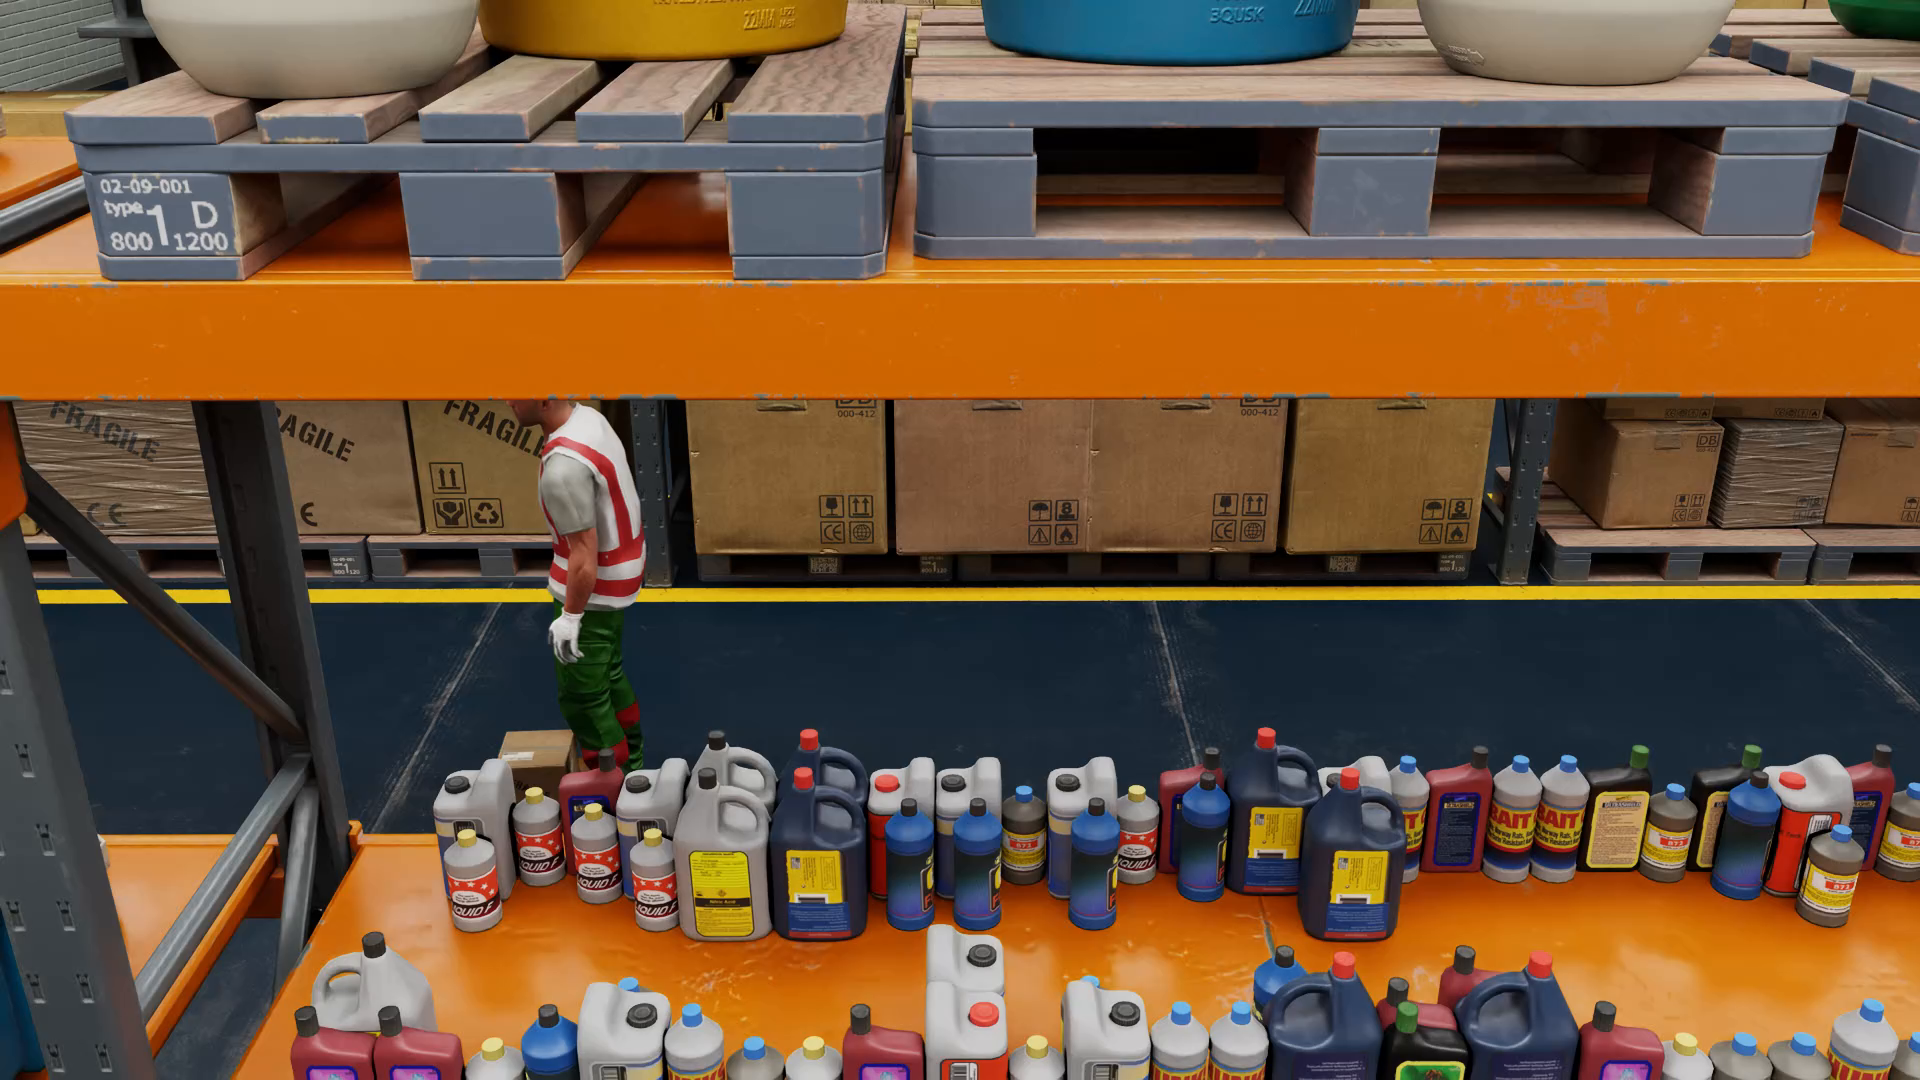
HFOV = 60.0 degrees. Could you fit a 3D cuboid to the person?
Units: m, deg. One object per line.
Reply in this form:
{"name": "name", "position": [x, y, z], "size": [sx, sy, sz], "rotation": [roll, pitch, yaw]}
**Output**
{"name": "person", "position": [-1.299, 0.169, 5.701], "size": [0.449, 1.779, 0.619], "rotation": [-2, 24, -4]}
